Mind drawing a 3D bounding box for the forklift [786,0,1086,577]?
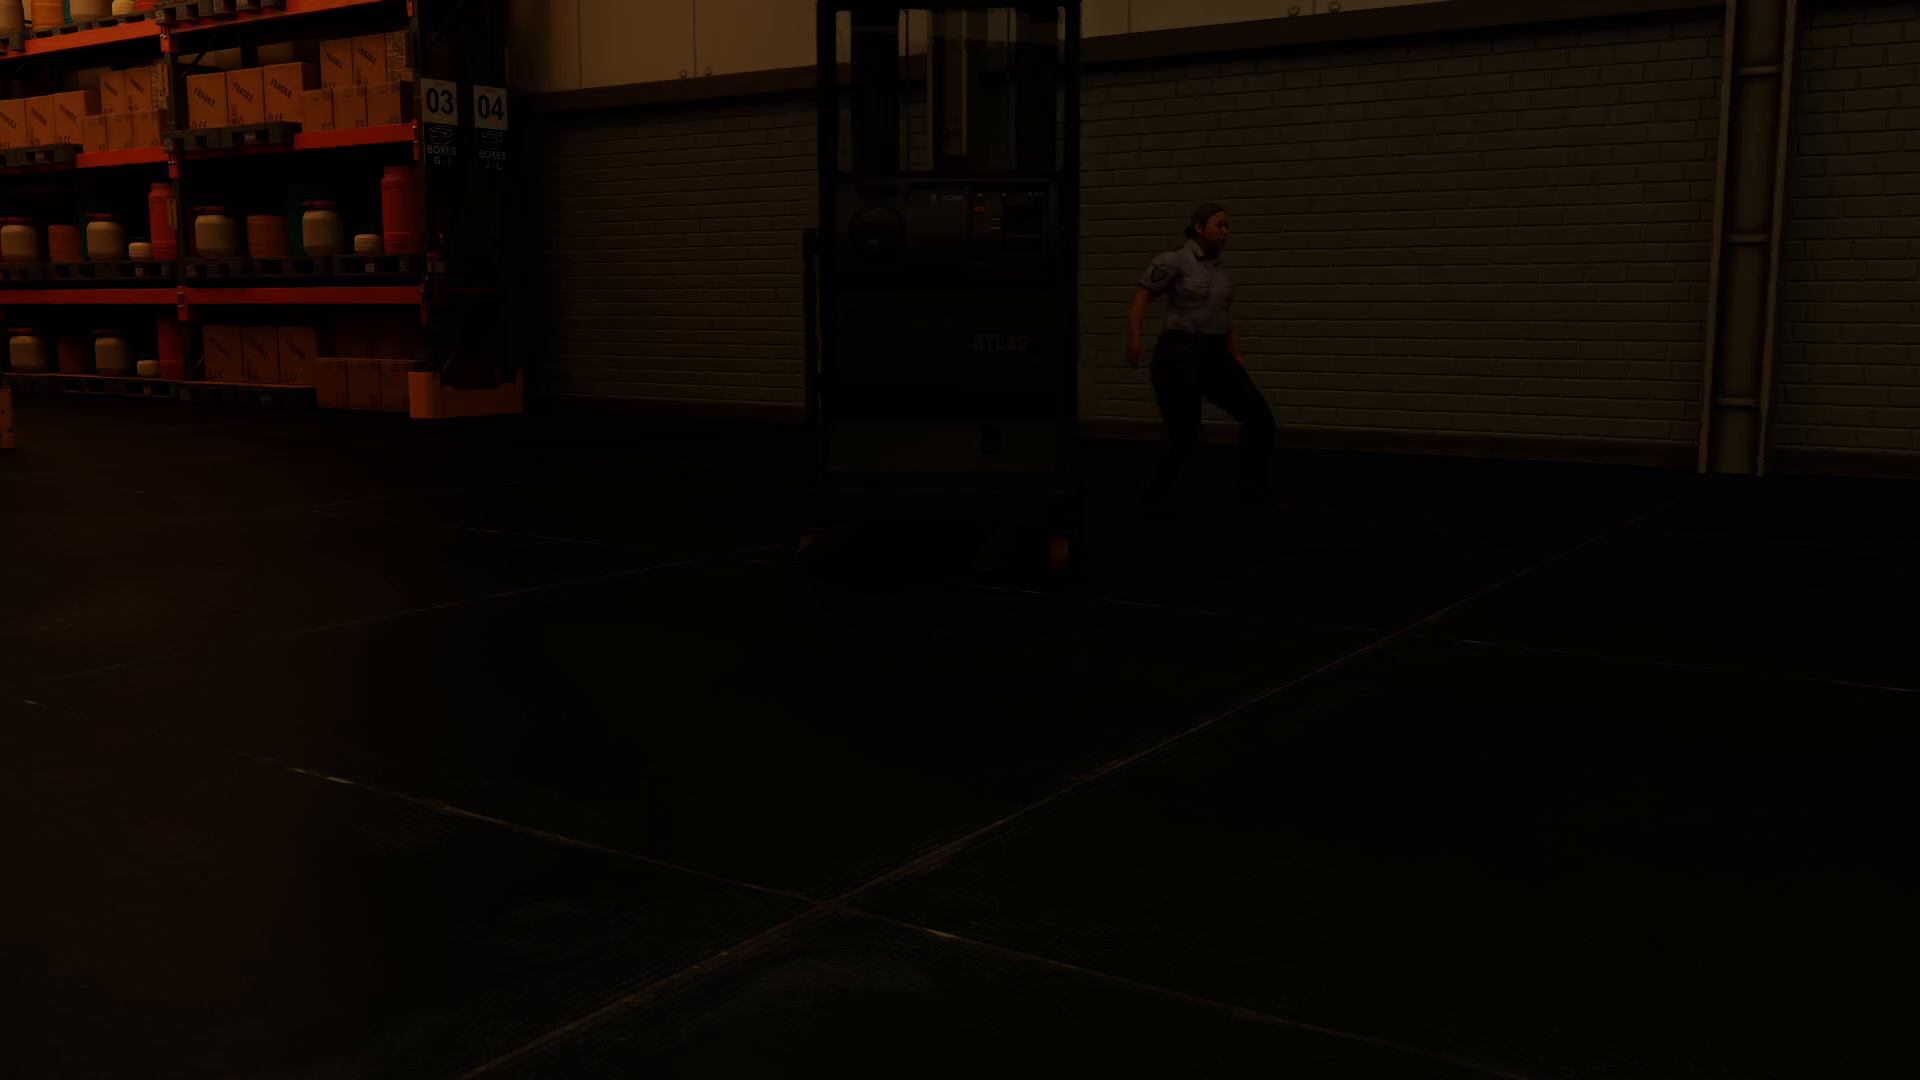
[{"bbox_3d":[-0.072,-1.352,6.698,1.130,2.935,3.031,1,8,6],"label":"forklift"}]

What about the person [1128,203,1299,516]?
[{"bbox_3d":[1.214,-0.901,8.369,0.883,1.571,0.598,-6,10,-34],"label":"person"}]
